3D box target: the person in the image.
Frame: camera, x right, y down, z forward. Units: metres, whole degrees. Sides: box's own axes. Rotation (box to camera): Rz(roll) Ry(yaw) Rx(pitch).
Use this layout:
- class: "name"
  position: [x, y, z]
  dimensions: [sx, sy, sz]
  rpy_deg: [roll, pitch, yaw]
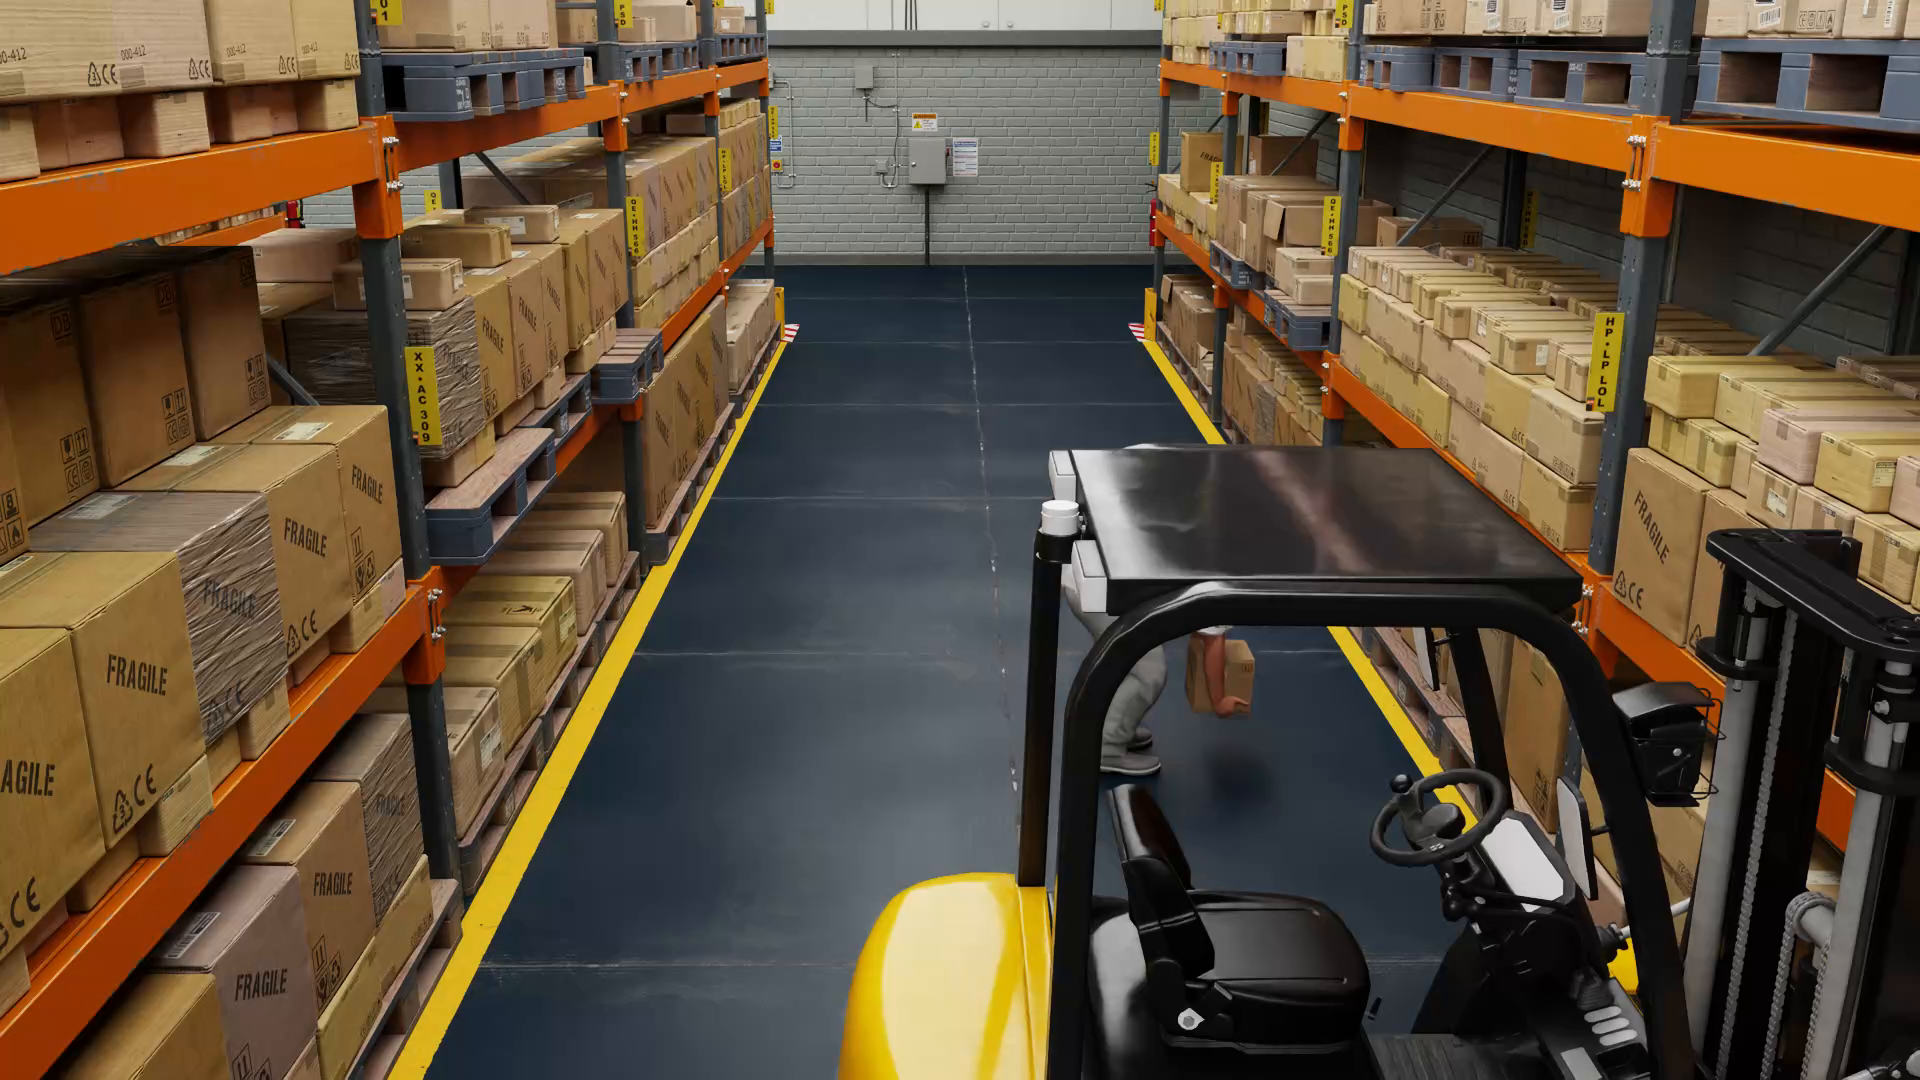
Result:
- class: "person"
  position: [0.936, 0.434, 7.230]
  dimensions: [1.046, 1.102, 0.503]
  rpy_deg: [-1, 17, -3]
